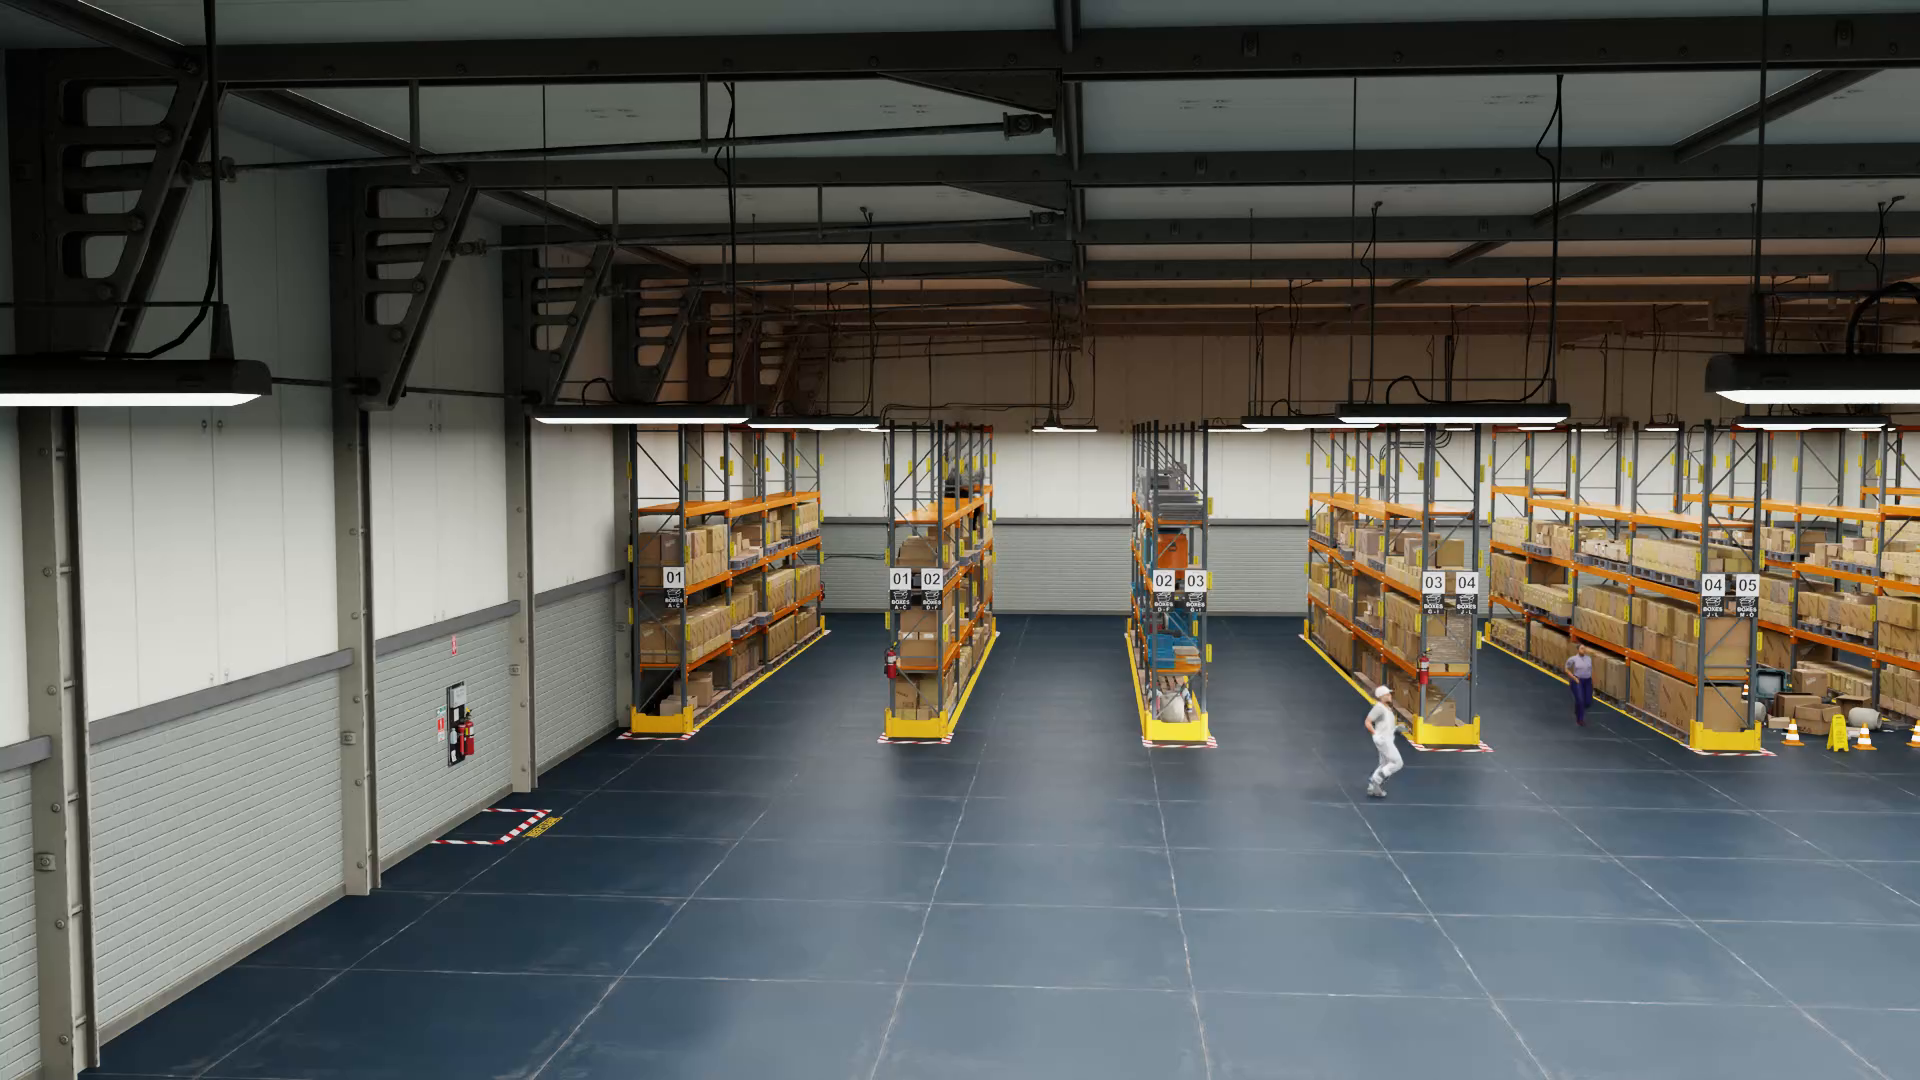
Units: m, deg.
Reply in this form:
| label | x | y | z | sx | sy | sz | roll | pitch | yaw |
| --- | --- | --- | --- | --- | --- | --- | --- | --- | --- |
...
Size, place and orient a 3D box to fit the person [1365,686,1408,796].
| label | x | y | z | sx | sy | sz | roll | pitch | yaw |
| --- | --- | --- | --- | --- | --- | --- | --- | --- | --- |
| person | 6.736 | 3.175 | 26.198 | 0.615 | 1.743 | 0.643 | 2 | 4 | 24 |

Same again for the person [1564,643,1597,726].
| label | x | y | z | sx | sy | sz | roll | pitch | yaw |
| --- | --- | --- | --- | --- | --- | --- | --- | --- | --- |
| person | 12.280 | 2.849 | 32.953 | 0.608 | 1.611 | 0.570 | 0 | 4 | -8 |
